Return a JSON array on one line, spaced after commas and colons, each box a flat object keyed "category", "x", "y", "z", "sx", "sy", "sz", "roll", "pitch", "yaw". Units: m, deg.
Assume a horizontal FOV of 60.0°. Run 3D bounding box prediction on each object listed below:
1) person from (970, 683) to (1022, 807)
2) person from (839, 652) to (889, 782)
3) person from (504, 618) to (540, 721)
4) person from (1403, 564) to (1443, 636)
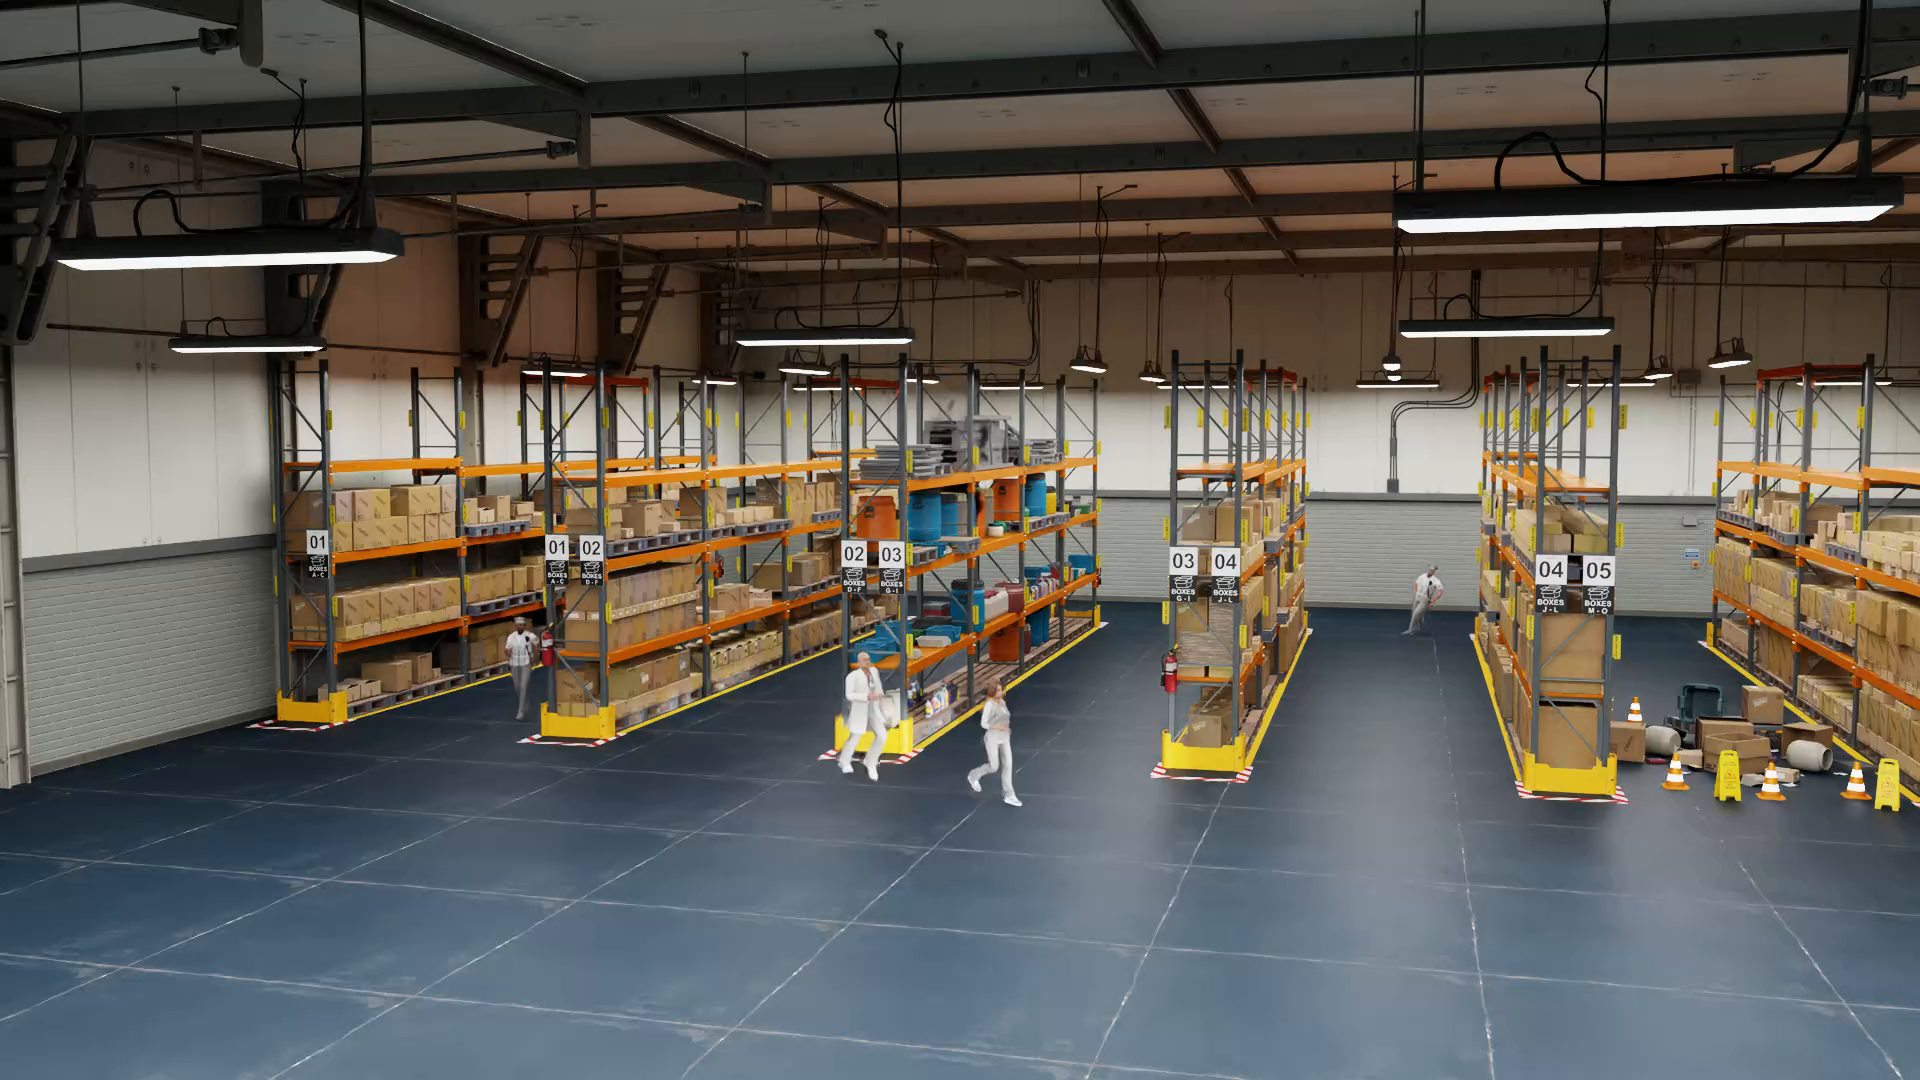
[{"category": "person", "x": 0.492, "y": 2.660, "z": 21.673, "sx": 0.816, "sy": 1.570, "sz": 0.537, "roll": 4, "pitch": 6, "yaw": 42}, {"category": "person", "x": -1.299, "y": 2.453, "z": 23.212, "sx": 0.730, "sy": 1.828, "sz": 0.975, "roll": -3, "pitch": 5, "yaw": -35}, {"category": "person", "x": -7.389, "y": 2.140, "z": 27.987, "sx": 0.580, "sy": 1.695, "sz": 0.904, "roll": 0, "pitch": 4, "yaw": -1}, {"category": "person", "x": 10.852, "y": 1.382, "z": 38.709, "sx": 0.825, "sy": 1.678, "sz": 0.735, "roll": 3, "pitch": 5, "yaw": 38}]
